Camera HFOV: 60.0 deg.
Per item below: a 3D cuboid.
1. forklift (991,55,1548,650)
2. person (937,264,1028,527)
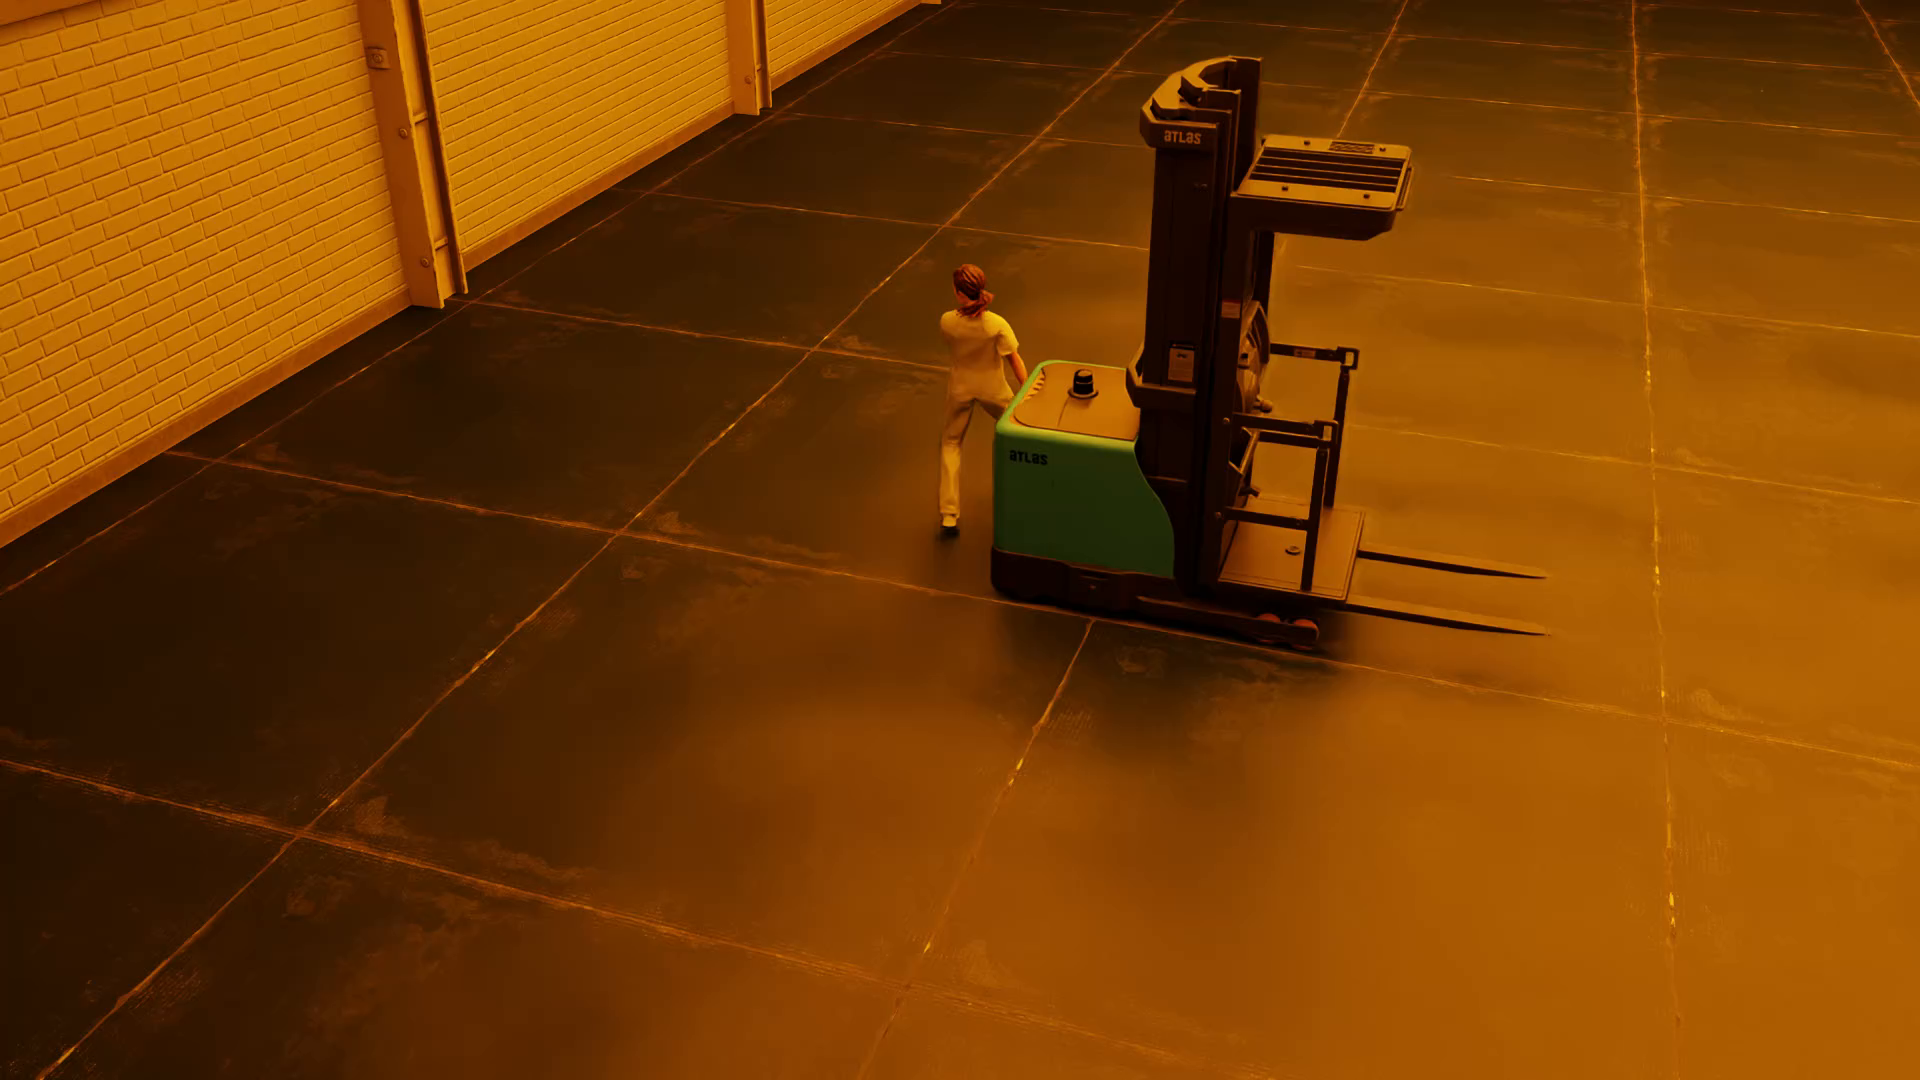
[{"bbox_3d":[1.751,-0.969,8.836,3.031,2.935,1.130,9,31,15],"label":"forklift"},{"bbox_3d":[0.171,-0.930,10.126,0.597,1.603,0.869,5,30,8],"label":"person"}]
